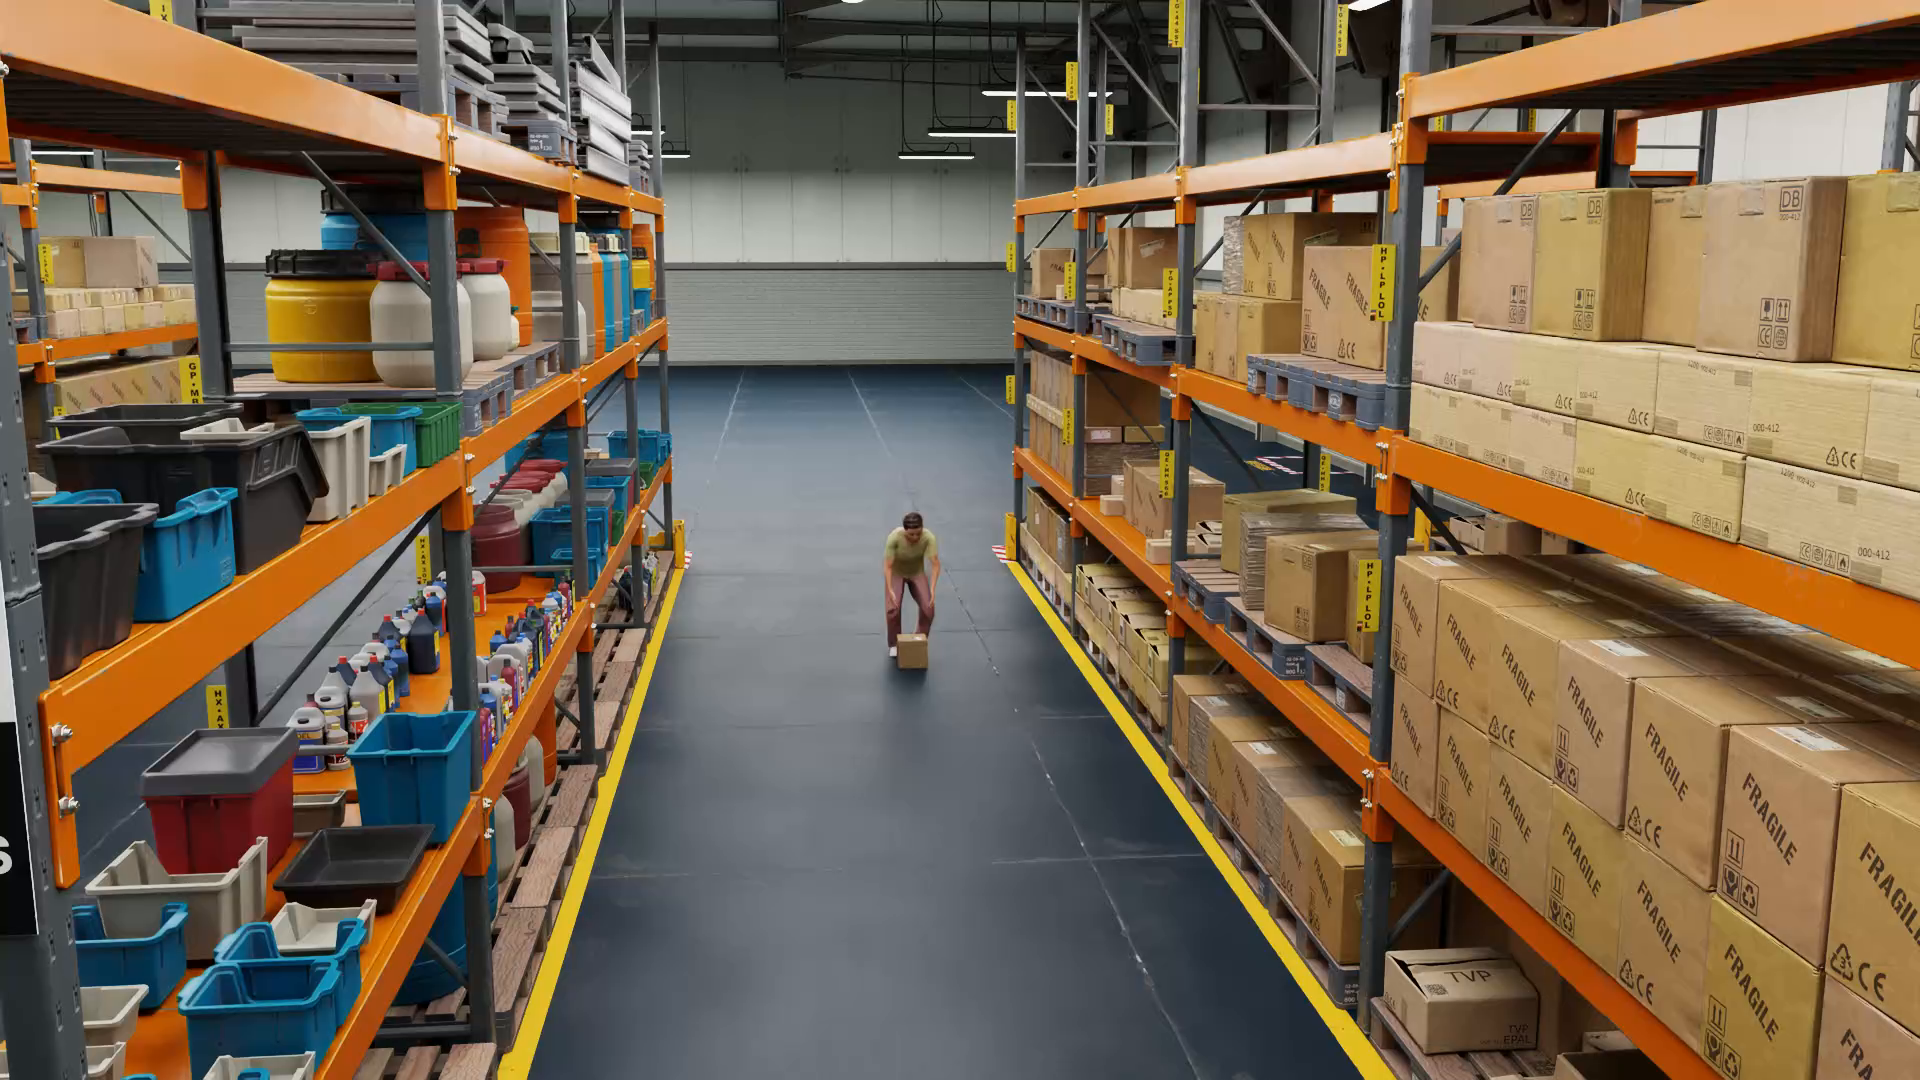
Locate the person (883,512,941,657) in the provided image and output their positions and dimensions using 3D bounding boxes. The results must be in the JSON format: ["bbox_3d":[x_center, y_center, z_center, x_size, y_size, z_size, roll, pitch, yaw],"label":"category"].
[{"bbox_3d":[-0.433,0.373,14.805,0.511,1.333,0.667,-1,10,-6],"label":"person"}]
